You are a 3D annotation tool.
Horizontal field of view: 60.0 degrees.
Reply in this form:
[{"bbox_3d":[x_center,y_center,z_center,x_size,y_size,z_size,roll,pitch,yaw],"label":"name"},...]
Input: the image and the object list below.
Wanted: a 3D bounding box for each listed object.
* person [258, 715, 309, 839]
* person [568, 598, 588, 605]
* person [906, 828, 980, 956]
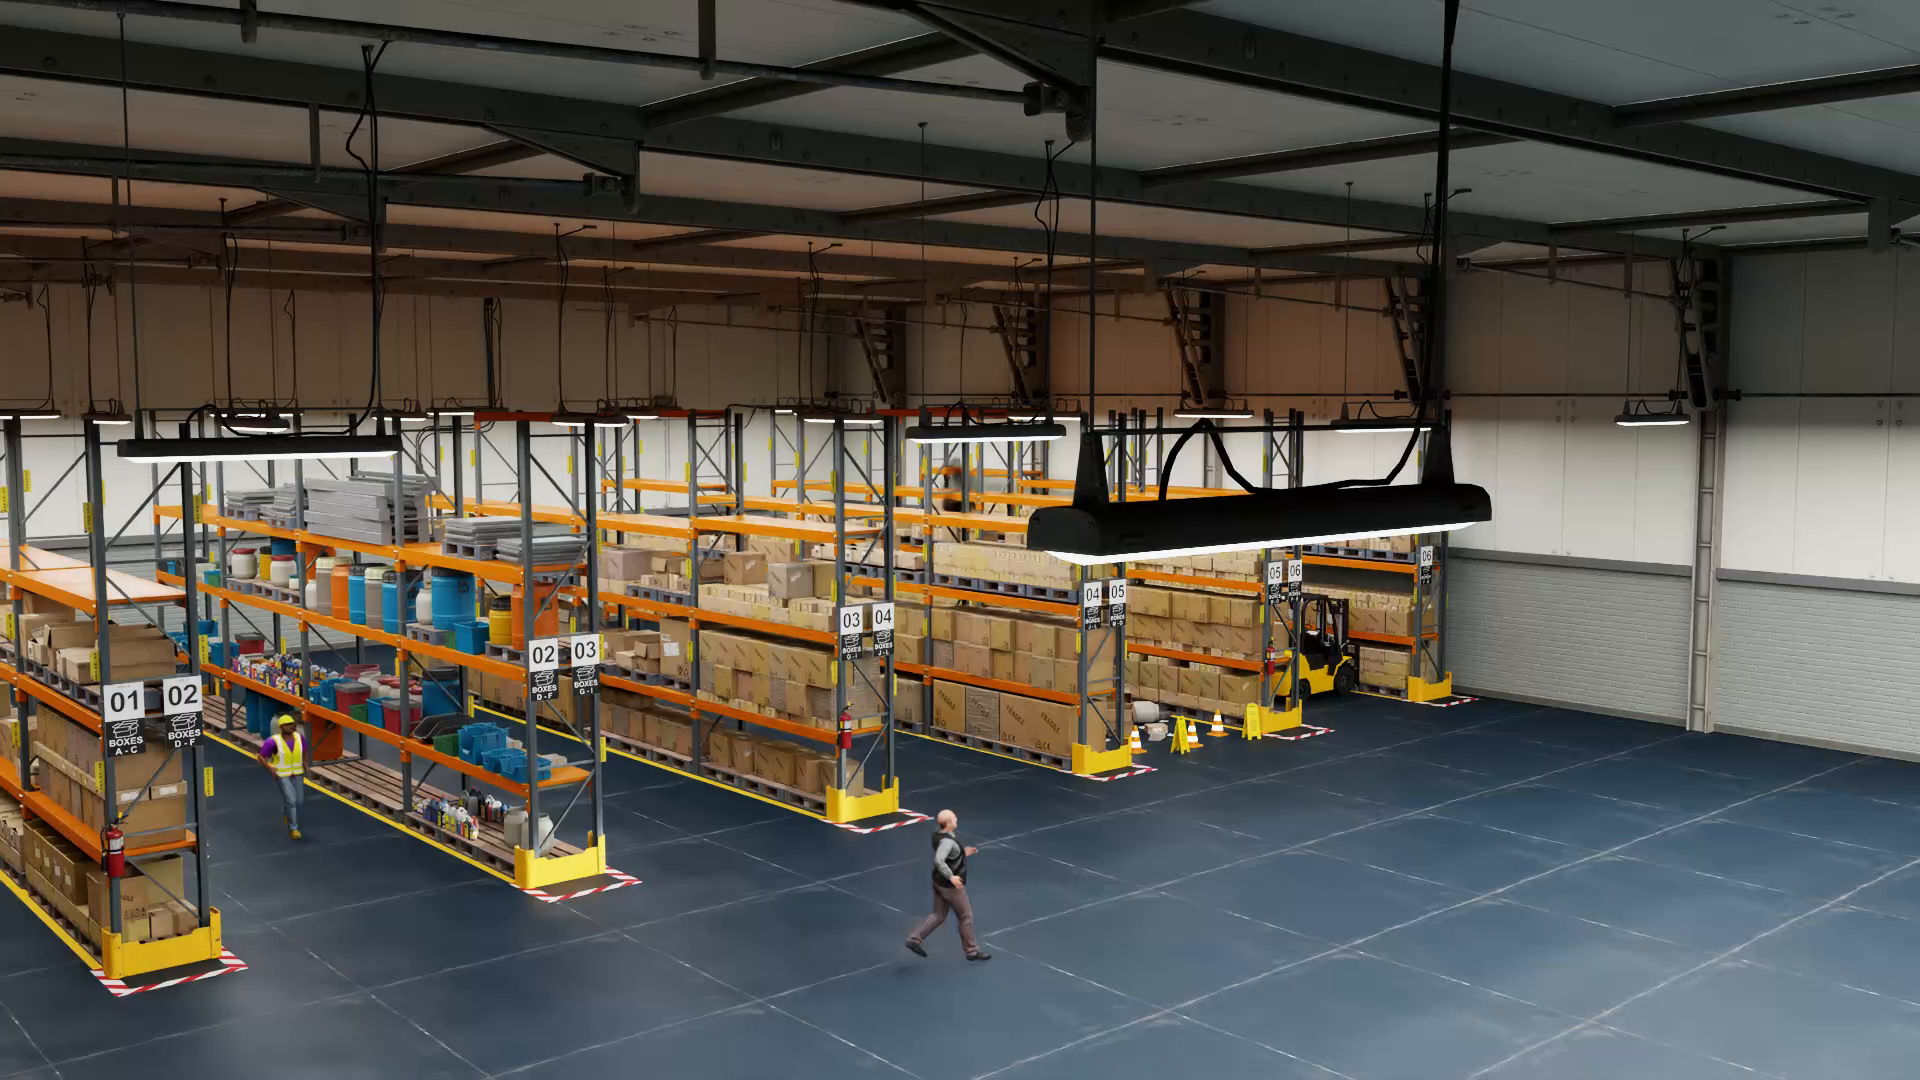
[{"bbox_3d":[-9.662,3.370,23.845,0.714,1.746,0.708,5,7,43],"label":"person"},{"bbox_3d":[-9.327,1.963,40.279,0.634,1.633,0.951,1,5,12],"label":"person"},{"bbox_3d":[-0.186,3.898,18.398,0.803,1.436,0.654,-2,5,-21],"label":"person"}]
